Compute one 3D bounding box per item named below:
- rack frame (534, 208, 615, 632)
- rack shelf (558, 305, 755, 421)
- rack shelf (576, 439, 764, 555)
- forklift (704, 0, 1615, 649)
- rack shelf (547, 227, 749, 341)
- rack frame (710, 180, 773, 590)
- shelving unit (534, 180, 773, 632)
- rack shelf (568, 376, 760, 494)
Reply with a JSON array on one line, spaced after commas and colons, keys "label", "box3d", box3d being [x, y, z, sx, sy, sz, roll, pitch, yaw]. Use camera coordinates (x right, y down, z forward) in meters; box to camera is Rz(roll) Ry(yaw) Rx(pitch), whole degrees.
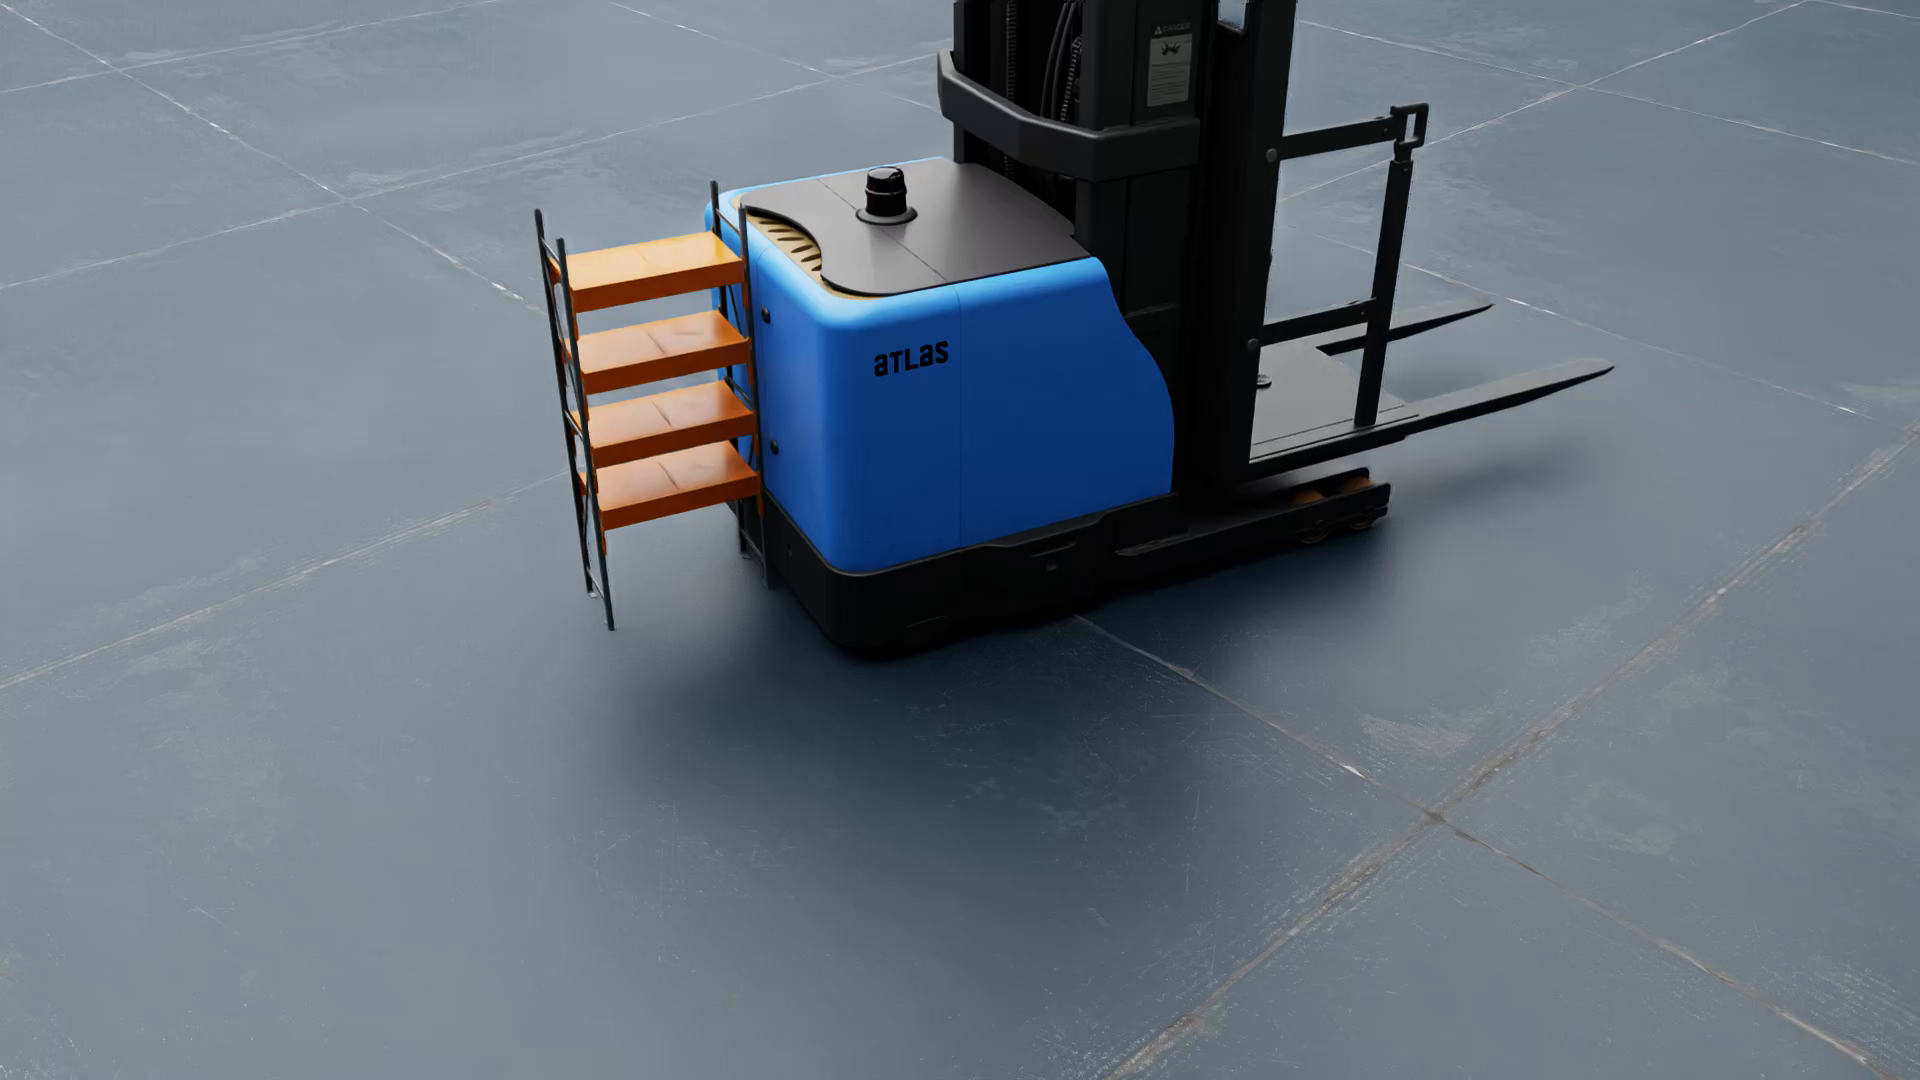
[{"label": "rack frame", "box3d": [-1.061, -0.304, 4.597, 0.015, 1.200, 0.240, -15, 34, -23]}, {"label": "rack shelf", "box3d": [-0.843, -0.495, 4.609, 0.480, 0.148, 0.258, -15, 34, -23]}, {"label": "rack shelf", "box3d": [-0.843, -0.135, 4.830, 0.480, 0.148, 0.258, -15, 34, -23]}, {"label": "forklift", "box3d": [0.793, -1.470, 4.844, 3.031, 2.935, 1.130, -15, 34, -23]}, {"label": "rack shelf", "box3d": [-0.843, -0.697, 4.486, 0.480, 0.148, 0.258, -15, 34, -23]}, {"label": "rack frame", "box3d": [-0.626, -0.419, 4.785, 0.015, 1.200, 0.240, -15, 34, -23]}, {"label": "shelving unit", "box3d": [-0.843, -0.361, 4.691, 0.503, 1.200, 0.258, -15, 34, -23]}, {"label": "rack shelf", "box3d": [-0.843, -0.304, 4.726, 0.480, 0.148, 0.258, -15, 34, -23]}]
